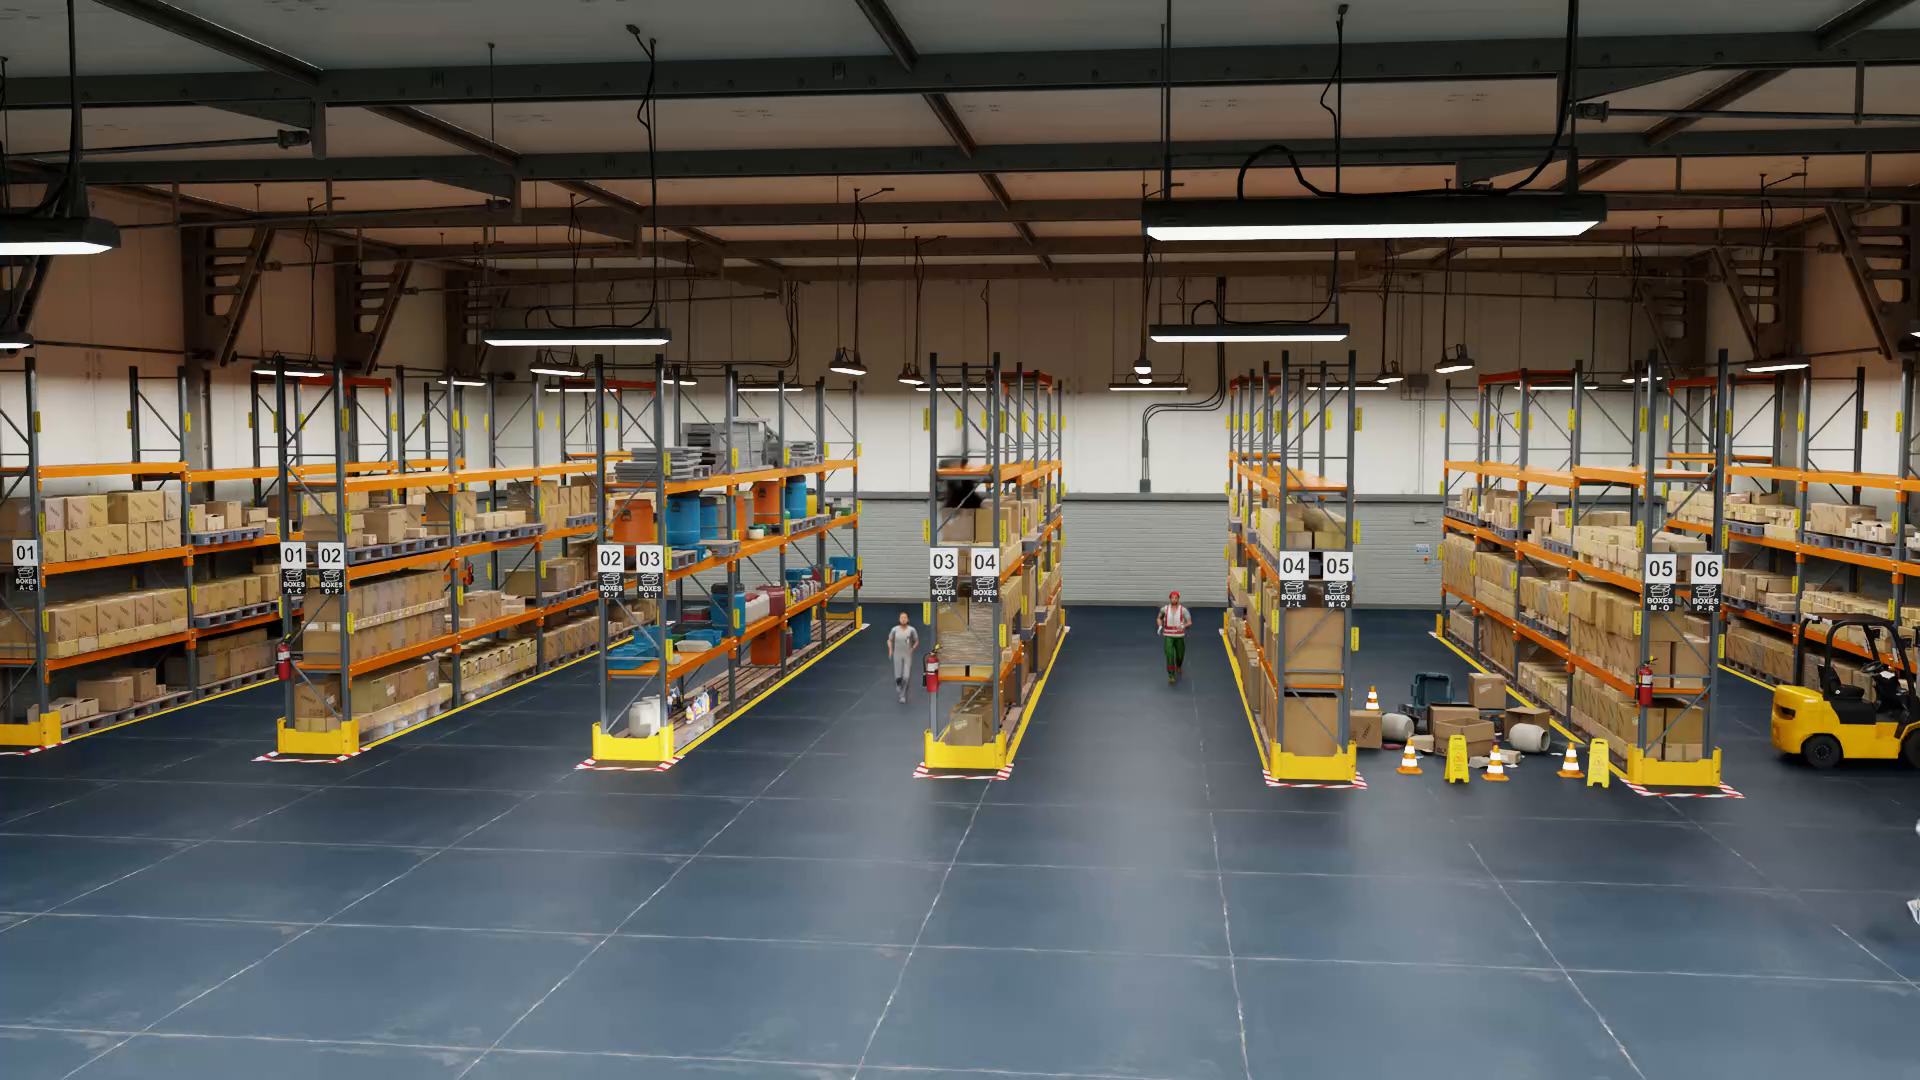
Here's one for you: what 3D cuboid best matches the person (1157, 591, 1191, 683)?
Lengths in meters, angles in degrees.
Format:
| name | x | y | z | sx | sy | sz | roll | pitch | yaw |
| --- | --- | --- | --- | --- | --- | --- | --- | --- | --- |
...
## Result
| name | x | y | z | sx | sy | sz | roll | pitch | yaw |
| --- | --- | --- | --- | --- | --- | --- | --- | --- | --- |
| person | 4.125 | 1.859 | 32.079 | 0.667 | 1.757 | 0.838 | 1 | 4 | 9 |

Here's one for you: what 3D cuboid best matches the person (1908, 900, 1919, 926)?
| name | x | y | z | sx | sy | sz | roll | pitch | yaw |
| --- | --- | --- | --- | --- | --- | --- | --- | --- | --- |
| person | 9.409 | 3.062 | 15.751 | 0.618 | 1.696 | 0.842 | -3 | 5 | -36 |

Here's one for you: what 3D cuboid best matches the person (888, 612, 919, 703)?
| name | x | y | z | sx | sy | sz | roll | pitch | yaw |
| --- | --- | --- | --- | --- | --- | --- | --- | --- | --- |
| person | -1.015 | 2.102 | 29.788 | 0.567 | 1.605 | 0.568 | 0 | 4 | -1 |
